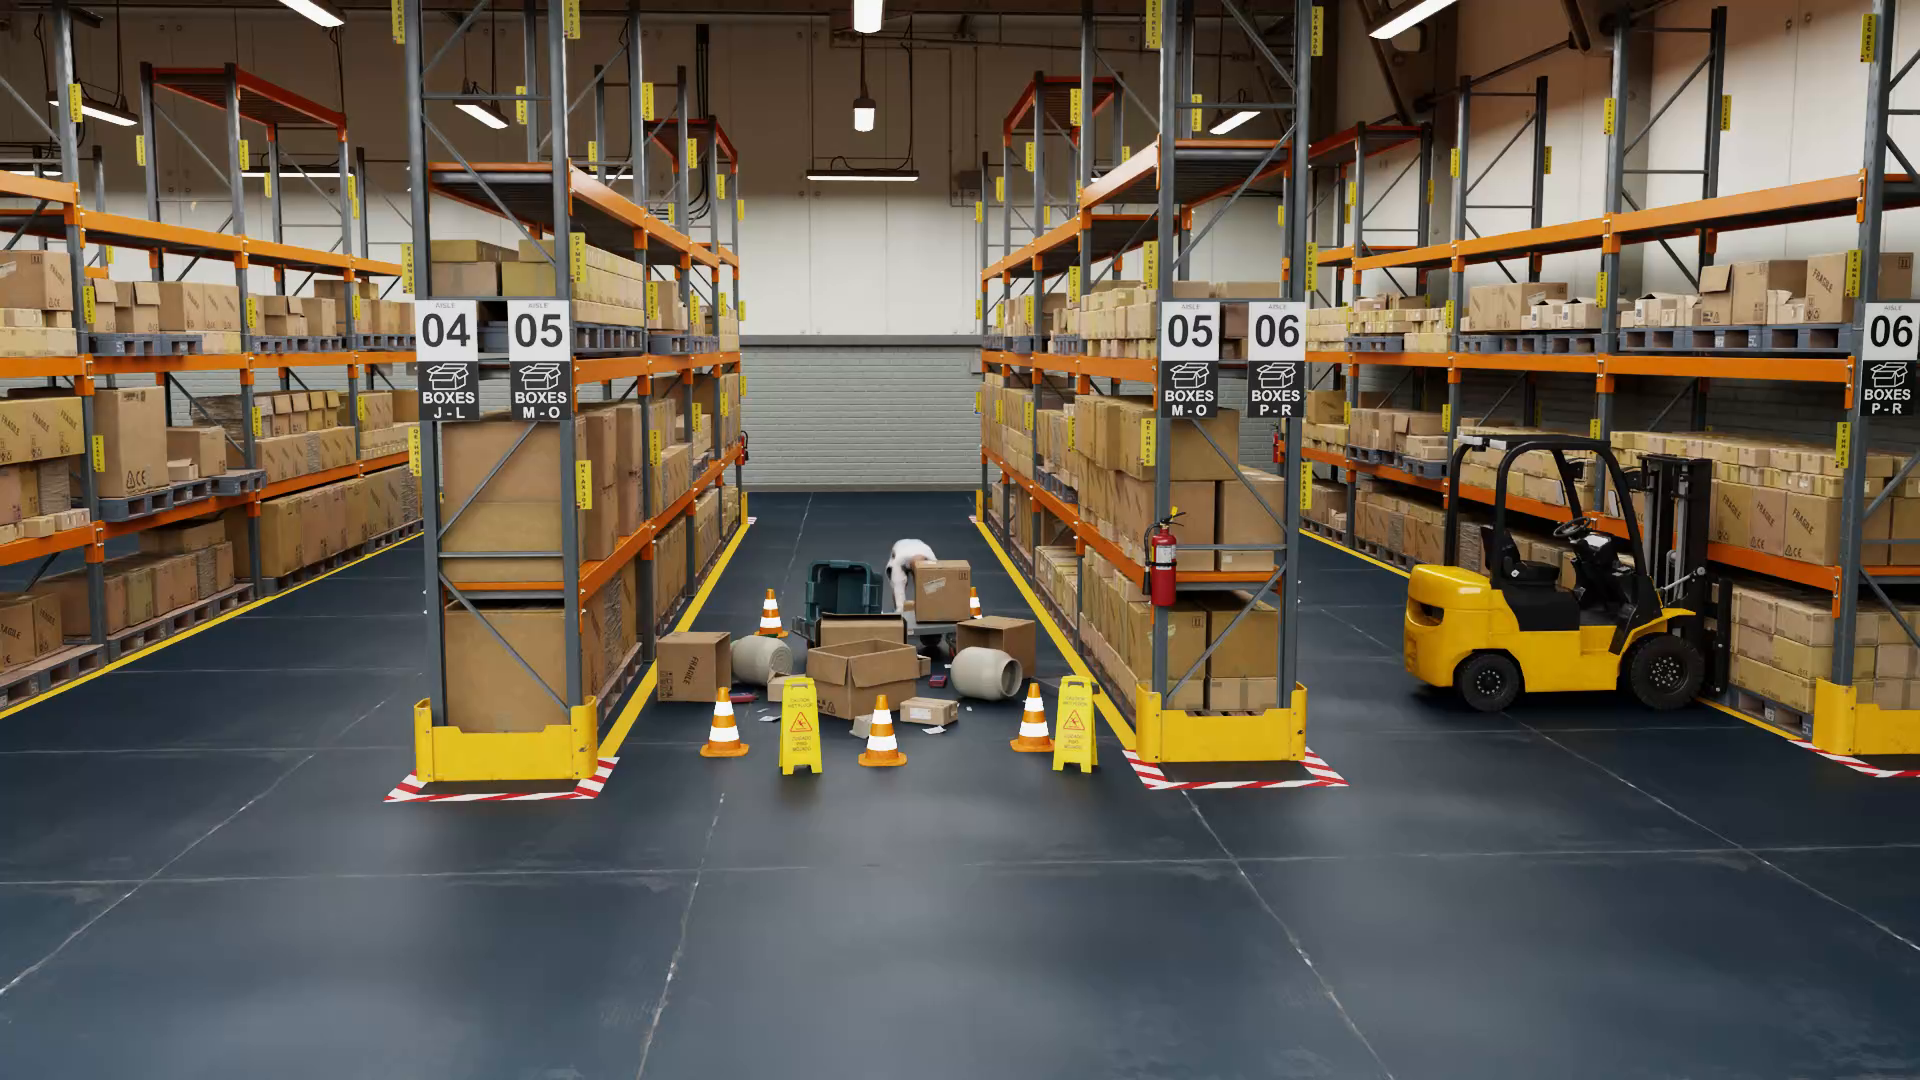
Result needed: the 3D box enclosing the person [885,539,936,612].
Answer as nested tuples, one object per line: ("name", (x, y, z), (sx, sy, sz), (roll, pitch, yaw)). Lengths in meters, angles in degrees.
("person", (-0.497, 0.440, 17.594), (0.589, 0.874, 0.953), (-1, 7, -6))
